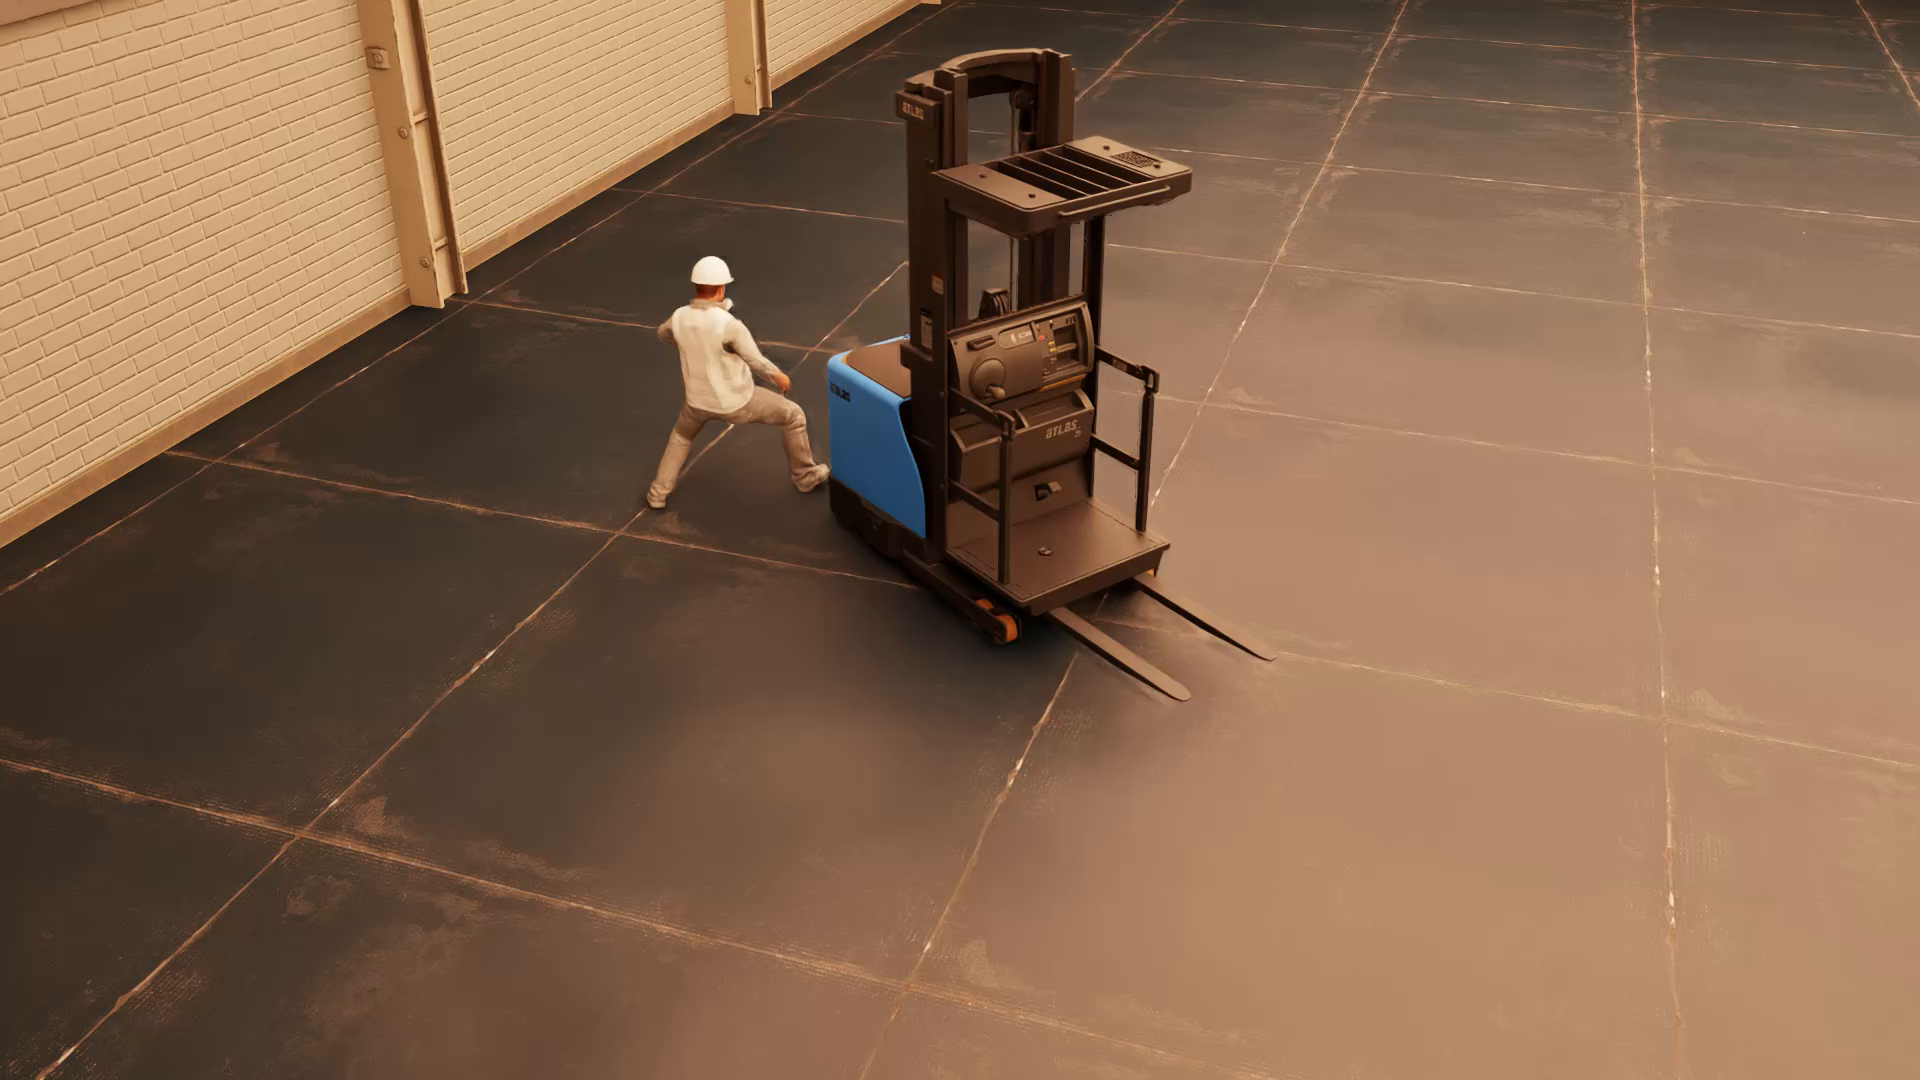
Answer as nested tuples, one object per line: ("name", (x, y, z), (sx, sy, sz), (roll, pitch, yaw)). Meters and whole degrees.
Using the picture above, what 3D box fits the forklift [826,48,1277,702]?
("forklift", (0.473, -0.980, 8.856), (1.130, 2.935, 3.031), (-20, 35, -31))

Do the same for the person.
("person", (-1.455, -0.992, 10.264), (0.982, 1.627, 0.896), (15, 33, 24))
